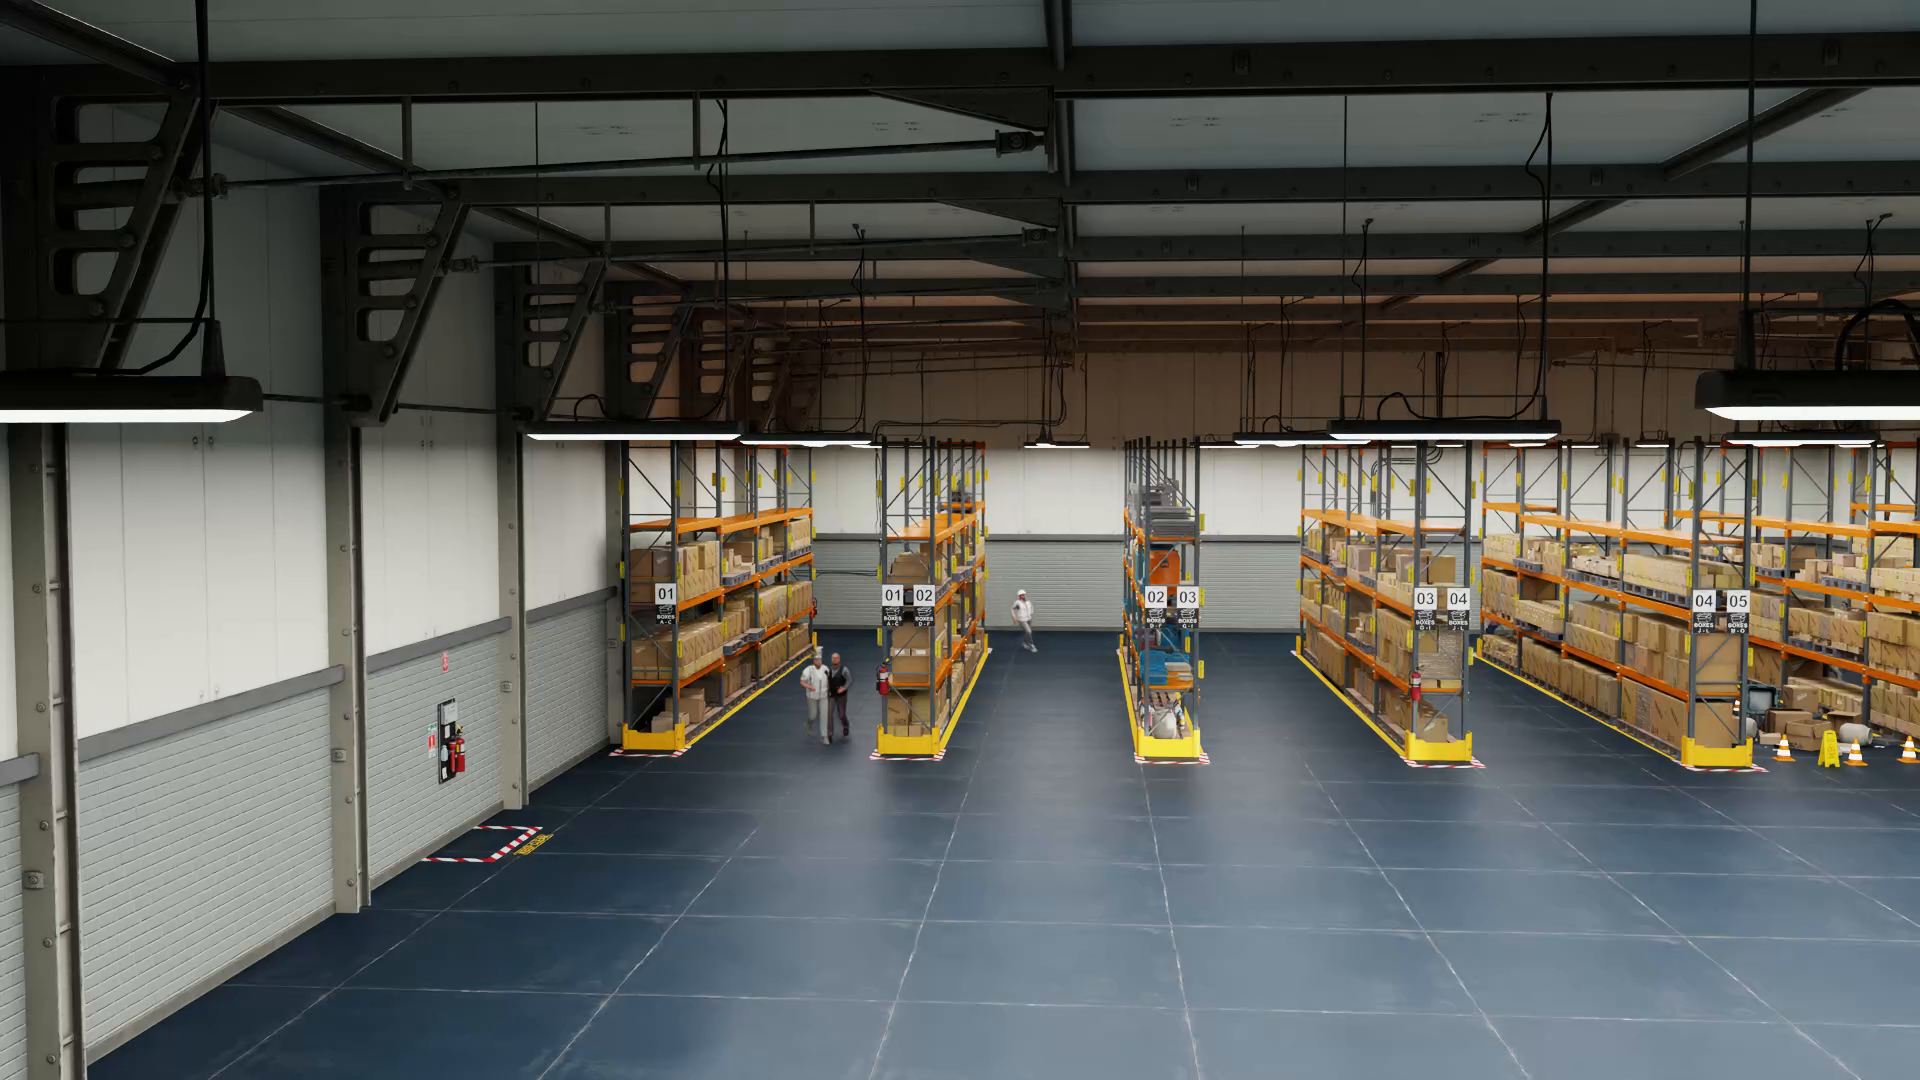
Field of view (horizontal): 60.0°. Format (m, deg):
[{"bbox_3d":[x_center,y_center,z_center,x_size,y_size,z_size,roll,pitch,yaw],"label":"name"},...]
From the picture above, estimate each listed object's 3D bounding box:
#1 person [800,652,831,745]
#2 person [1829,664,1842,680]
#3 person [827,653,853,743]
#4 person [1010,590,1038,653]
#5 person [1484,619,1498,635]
[{"bbox_3d":[-2.810,3.073,32.629,0.667,1.779,0.999,-1,3,-21],"label":"person"},{"bbox_3d":[21.104,2.753,40.382,0.627,1.700,0.760,0,3,-3],"label":"person"},{"bbox_3d":[-2.427,3.104,32.944,0.635,1.721,0.924,1,3,12],"label":"person"},{"bbox_3d":[1.864,2.298,47.388,0.698,1.767,0.856,-2,4,-39],"label":"person"},{"bbox_3d":[15.293,2.429,47.601,0.627,1.578,0.572,1,3,10],"label":"person"}]
